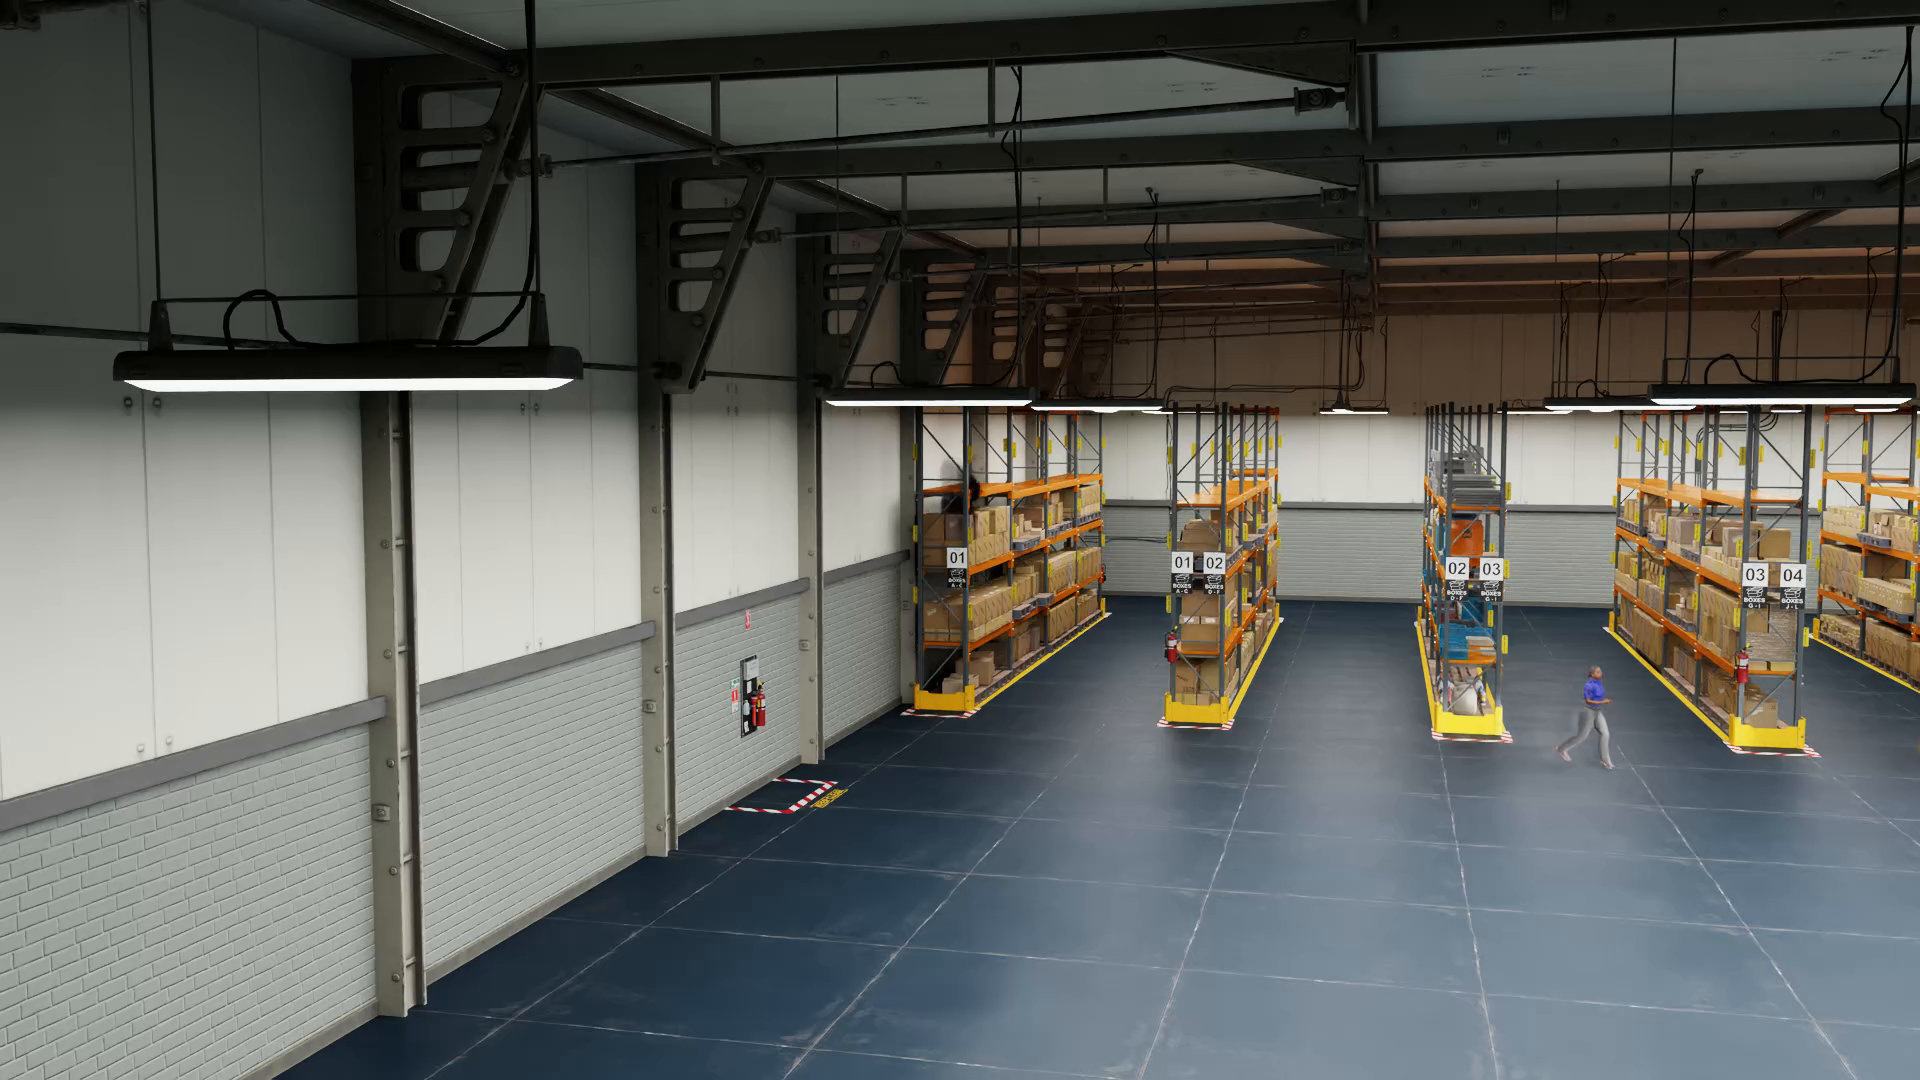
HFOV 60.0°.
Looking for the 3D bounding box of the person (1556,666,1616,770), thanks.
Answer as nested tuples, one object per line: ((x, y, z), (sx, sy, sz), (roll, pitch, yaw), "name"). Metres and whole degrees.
((10.327, 2.887, 27.258), (0.588, 1.688, 0.881), (-4, 6, -43), "person")
